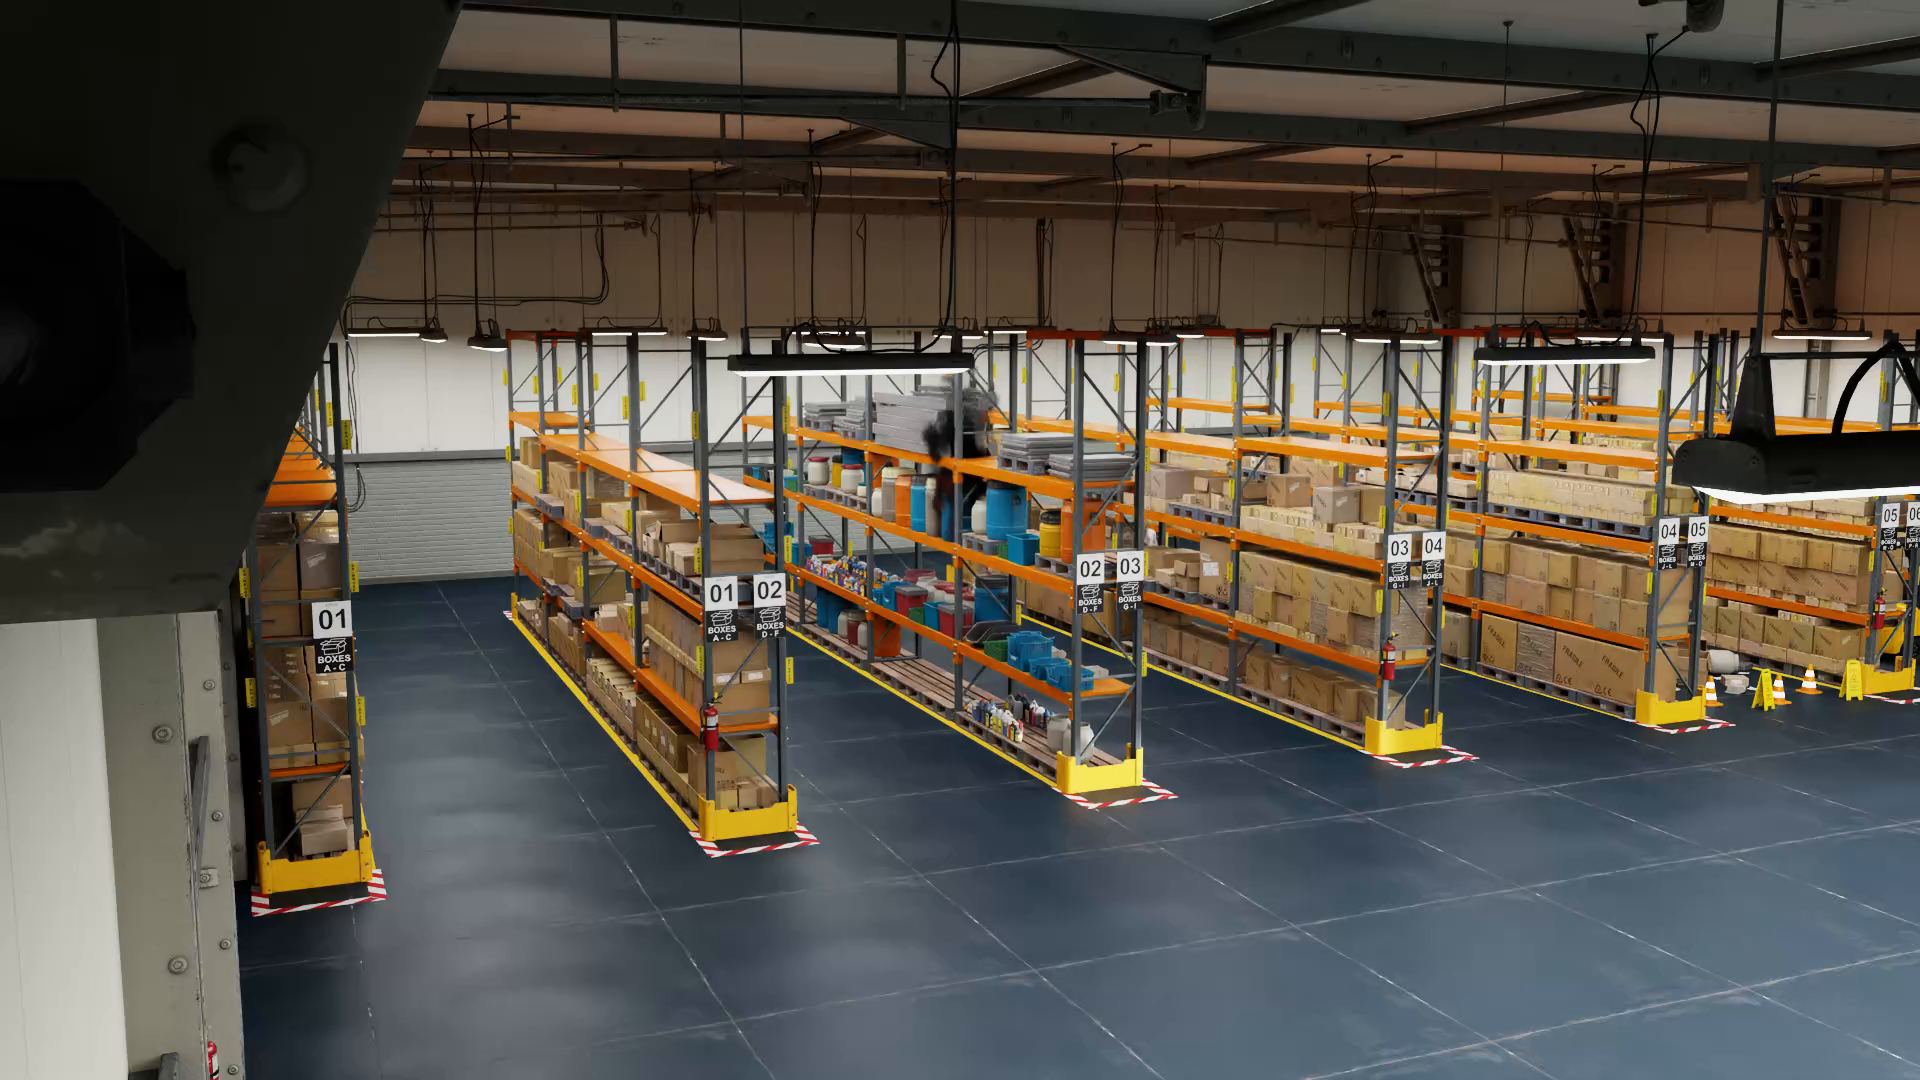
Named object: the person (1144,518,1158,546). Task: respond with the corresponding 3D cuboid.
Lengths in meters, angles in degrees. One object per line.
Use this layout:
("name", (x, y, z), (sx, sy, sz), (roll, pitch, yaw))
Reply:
("person", (4.150, 0.371, 37.580), (0.712, 1.758, 0.826), (-2, 8, -13))

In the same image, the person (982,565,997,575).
("person", (0.574, 1.196, 31.766), (0.532, 1.651, 0.539), (-4, 9, -30))
